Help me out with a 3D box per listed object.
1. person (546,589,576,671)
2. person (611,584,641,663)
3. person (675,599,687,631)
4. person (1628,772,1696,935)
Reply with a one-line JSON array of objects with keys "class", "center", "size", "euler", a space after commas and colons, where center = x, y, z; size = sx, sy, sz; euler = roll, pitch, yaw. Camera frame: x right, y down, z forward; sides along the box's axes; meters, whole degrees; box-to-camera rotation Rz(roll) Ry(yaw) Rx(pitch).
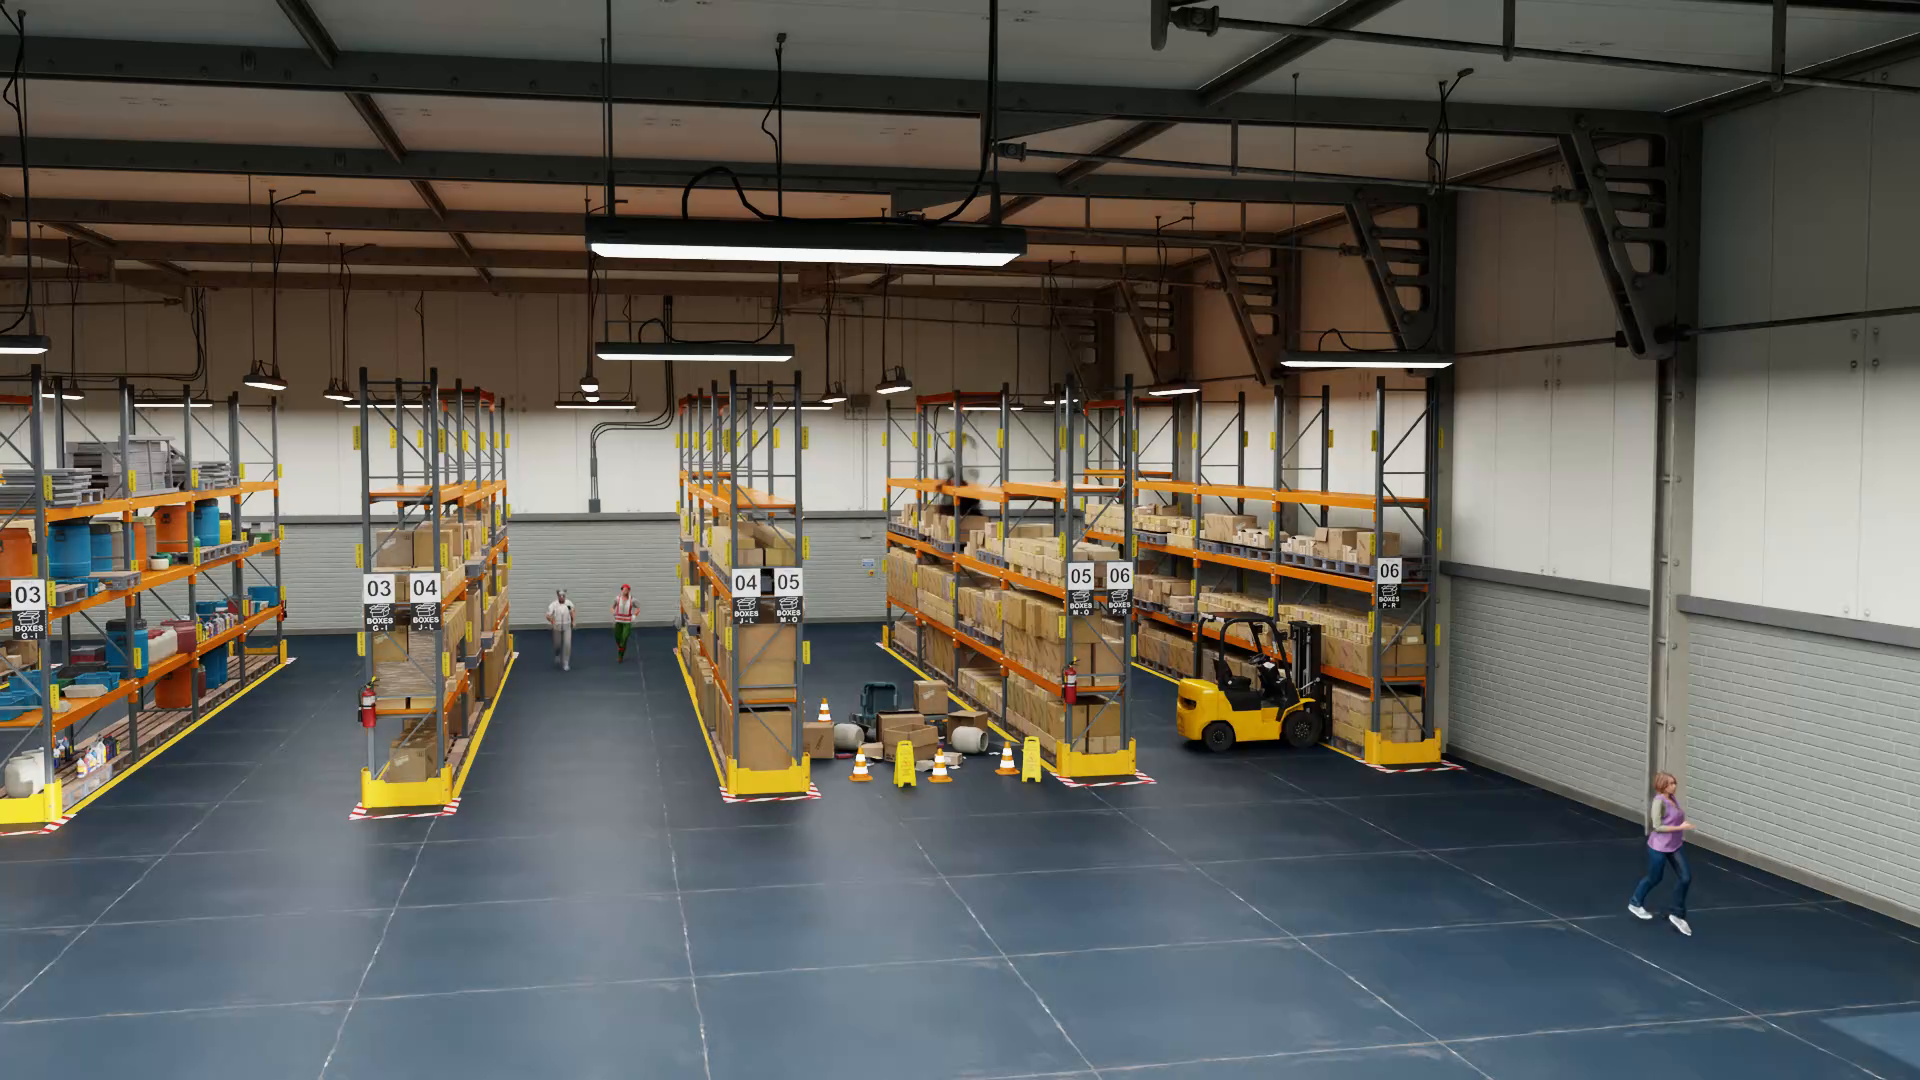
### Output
[{"class": "person", "center": [-8.783, 1.951, 36.646], "size": [0.648, 1.772, 0.929], "euler": [-1, 4, -19]}, {"class": "person", "center": [-7.626, 1.878, 37.906], "size": [0.674, 1.764, 0.785], "euler": [0, 3, 0]}, {"class": "person", "center": [-6.632, 1.738, 40.408], "size": [0.597, 1.803, 0.666], "euler": [-1, 4, -18]}, {"class": "person", "center": [7.178, 3.228, 17.032], "size": [0.509, 1.545, 0.706], "euler": [-2, 4, -32]}]
